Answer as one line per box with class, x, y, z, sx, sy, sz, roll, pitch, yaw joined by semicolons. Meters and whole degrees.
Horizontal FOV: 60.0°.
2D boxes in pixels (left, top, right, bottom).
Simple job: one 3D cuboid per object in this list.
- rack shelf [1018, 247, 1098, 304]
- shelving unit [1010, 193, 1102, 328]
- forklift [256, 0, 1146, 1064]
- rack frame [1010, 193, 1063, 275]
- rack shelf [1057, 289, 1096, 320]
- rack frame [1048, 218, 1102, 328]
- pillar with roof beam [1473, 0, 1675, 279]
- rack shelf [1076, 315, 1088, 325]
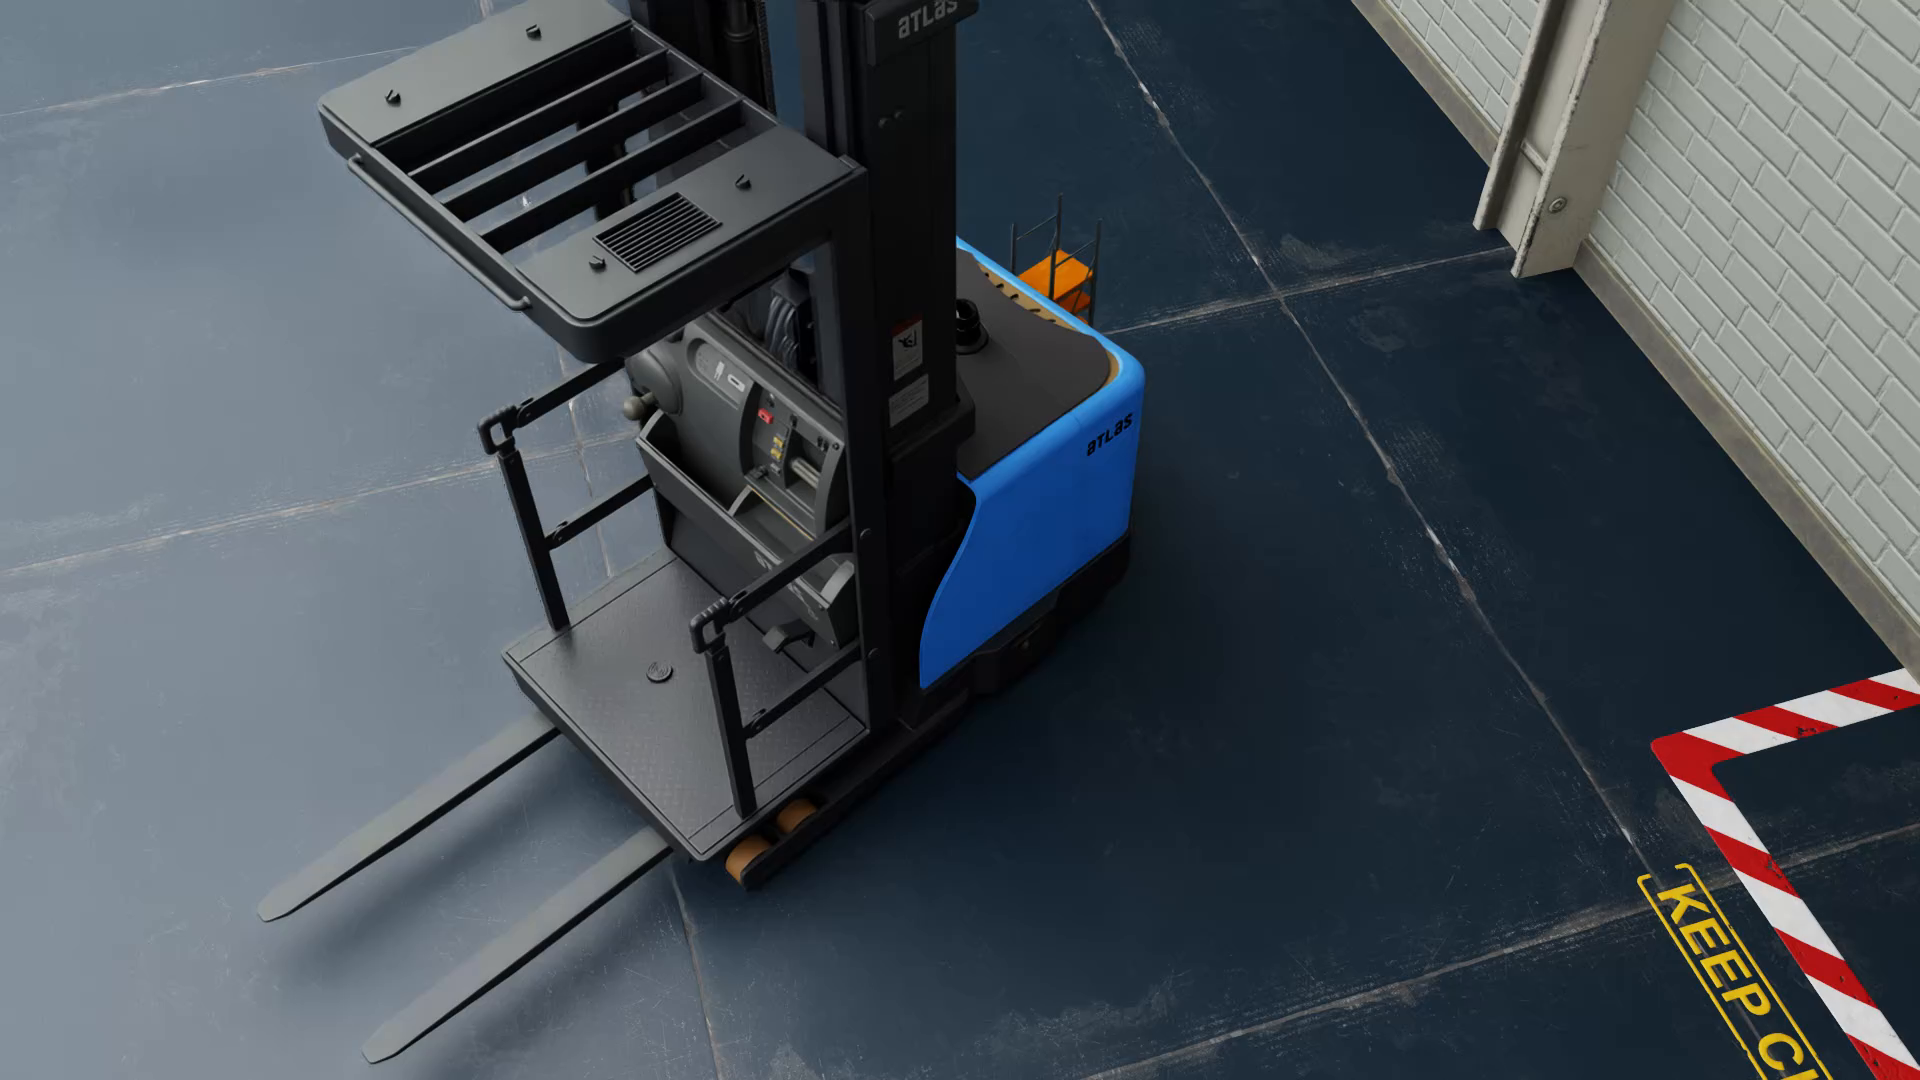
rack shelf;0.325;-0.885;5.798;0.258;0.103;0.180;-36;59;-27
shelving unit;0.324;-0.681;6.039;0.258;1.200;0.189;-36;59;-27
forklift;-0.801;-0.298;4.584;3.031;2.935;1.130;-36;59;-26
rack frame;0.261;-0.732;6.082;0.240;1.200;0.006;-36;59;-27
rack shelf;0.325;-0.808;5.890;0.258;0.103;0.180;-36;59;-27
rack frame;0.387;-0.631;5.996;0.240;1.200;0.006;-36;59;-27
pillar with roof beam;-1.613;-3.238;3.094;9.100;9.000;0.400;-13;51;-11
rack shelf;0.325;-0.730;5.981;0.258;0.103;0.180;-36;59;-27
